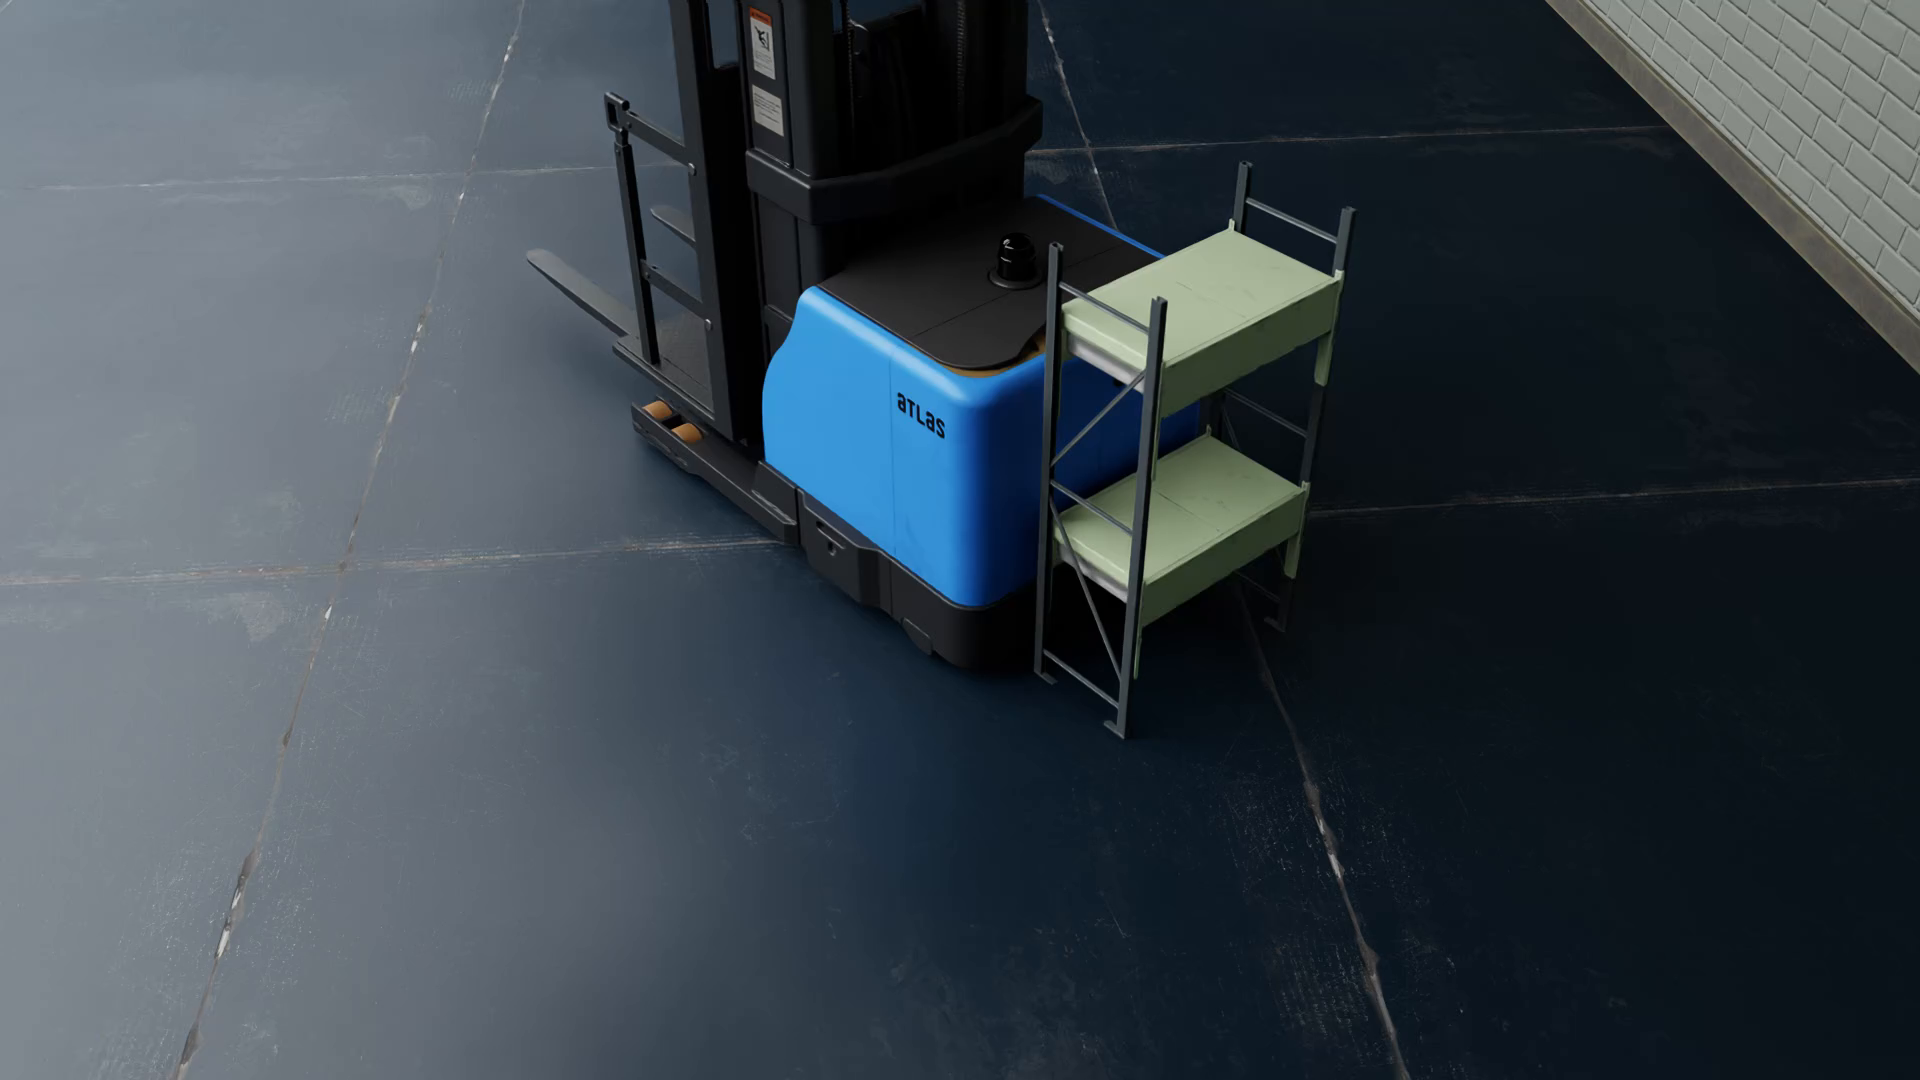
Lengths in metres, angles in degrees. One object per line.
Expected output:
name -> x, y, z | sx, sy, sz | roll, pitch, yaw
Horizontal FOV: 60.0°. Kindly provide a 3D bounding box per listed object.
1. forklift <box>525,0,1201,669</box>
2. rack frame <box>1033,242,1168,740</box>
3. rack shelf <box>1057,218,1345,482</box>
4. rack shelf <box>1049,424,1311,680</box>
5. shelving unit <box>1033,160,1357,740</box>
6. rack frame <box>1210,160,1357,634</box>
forklift -> -0.562, -1.591, 5.400 | 1.130, 2.935, 3.031 | -28, 46, -31
rack frame -> 0.370, -0.086, 4.648 | 0.023, 1.500, 0.400 | -28, 46, -31
rack shelf -> 0.647, -0.541, 4.595 | 0.720, 0.370, 0.431 | -28, 46, -31
rack shelf -> 0.647, 0.021, 5.038 | 0.720, 0.370, 0.431 | -28, 46, -31
shelving unit -> 0.647, -0.235, 4.836 | 0.755, 1.500, 0.431 | -28, 46, -31
rack frame -> 0.924, -0.383, 5.024 | 0.023, 1.500, 0.400 | -28, 46, -31
